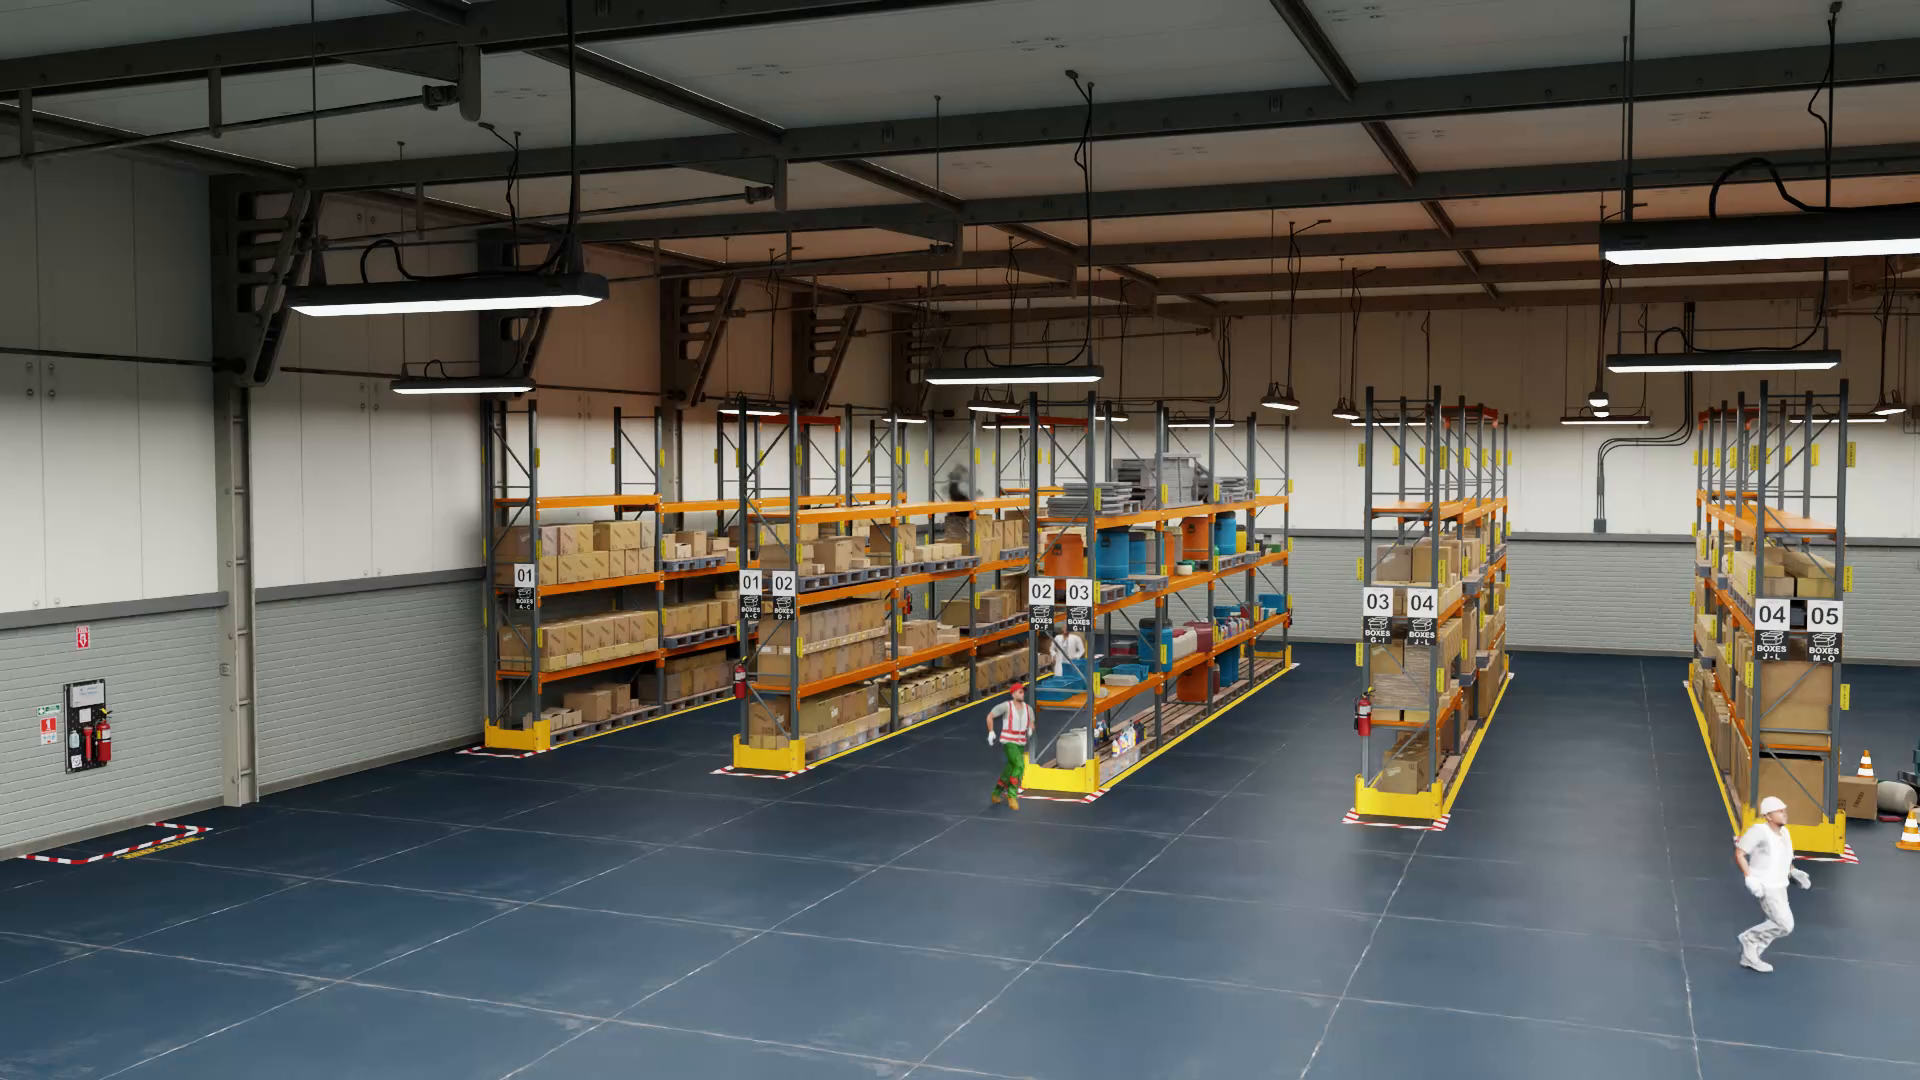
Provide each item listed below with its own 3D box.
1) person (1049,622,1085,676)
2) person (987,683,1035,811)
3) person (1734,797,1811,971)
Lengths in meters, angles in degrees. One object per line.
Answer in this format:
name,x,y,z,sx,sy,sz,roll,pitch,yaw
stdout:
person,2.104,2.504,33.055,0.704,1.726,0.662,1,3,13
person,0.788,2.932,23.835,0.688,1.751,0.689,-2,3,-36
person,7.877,3.346,16.121,0.631,1.715,0.601,-2,3,-36
